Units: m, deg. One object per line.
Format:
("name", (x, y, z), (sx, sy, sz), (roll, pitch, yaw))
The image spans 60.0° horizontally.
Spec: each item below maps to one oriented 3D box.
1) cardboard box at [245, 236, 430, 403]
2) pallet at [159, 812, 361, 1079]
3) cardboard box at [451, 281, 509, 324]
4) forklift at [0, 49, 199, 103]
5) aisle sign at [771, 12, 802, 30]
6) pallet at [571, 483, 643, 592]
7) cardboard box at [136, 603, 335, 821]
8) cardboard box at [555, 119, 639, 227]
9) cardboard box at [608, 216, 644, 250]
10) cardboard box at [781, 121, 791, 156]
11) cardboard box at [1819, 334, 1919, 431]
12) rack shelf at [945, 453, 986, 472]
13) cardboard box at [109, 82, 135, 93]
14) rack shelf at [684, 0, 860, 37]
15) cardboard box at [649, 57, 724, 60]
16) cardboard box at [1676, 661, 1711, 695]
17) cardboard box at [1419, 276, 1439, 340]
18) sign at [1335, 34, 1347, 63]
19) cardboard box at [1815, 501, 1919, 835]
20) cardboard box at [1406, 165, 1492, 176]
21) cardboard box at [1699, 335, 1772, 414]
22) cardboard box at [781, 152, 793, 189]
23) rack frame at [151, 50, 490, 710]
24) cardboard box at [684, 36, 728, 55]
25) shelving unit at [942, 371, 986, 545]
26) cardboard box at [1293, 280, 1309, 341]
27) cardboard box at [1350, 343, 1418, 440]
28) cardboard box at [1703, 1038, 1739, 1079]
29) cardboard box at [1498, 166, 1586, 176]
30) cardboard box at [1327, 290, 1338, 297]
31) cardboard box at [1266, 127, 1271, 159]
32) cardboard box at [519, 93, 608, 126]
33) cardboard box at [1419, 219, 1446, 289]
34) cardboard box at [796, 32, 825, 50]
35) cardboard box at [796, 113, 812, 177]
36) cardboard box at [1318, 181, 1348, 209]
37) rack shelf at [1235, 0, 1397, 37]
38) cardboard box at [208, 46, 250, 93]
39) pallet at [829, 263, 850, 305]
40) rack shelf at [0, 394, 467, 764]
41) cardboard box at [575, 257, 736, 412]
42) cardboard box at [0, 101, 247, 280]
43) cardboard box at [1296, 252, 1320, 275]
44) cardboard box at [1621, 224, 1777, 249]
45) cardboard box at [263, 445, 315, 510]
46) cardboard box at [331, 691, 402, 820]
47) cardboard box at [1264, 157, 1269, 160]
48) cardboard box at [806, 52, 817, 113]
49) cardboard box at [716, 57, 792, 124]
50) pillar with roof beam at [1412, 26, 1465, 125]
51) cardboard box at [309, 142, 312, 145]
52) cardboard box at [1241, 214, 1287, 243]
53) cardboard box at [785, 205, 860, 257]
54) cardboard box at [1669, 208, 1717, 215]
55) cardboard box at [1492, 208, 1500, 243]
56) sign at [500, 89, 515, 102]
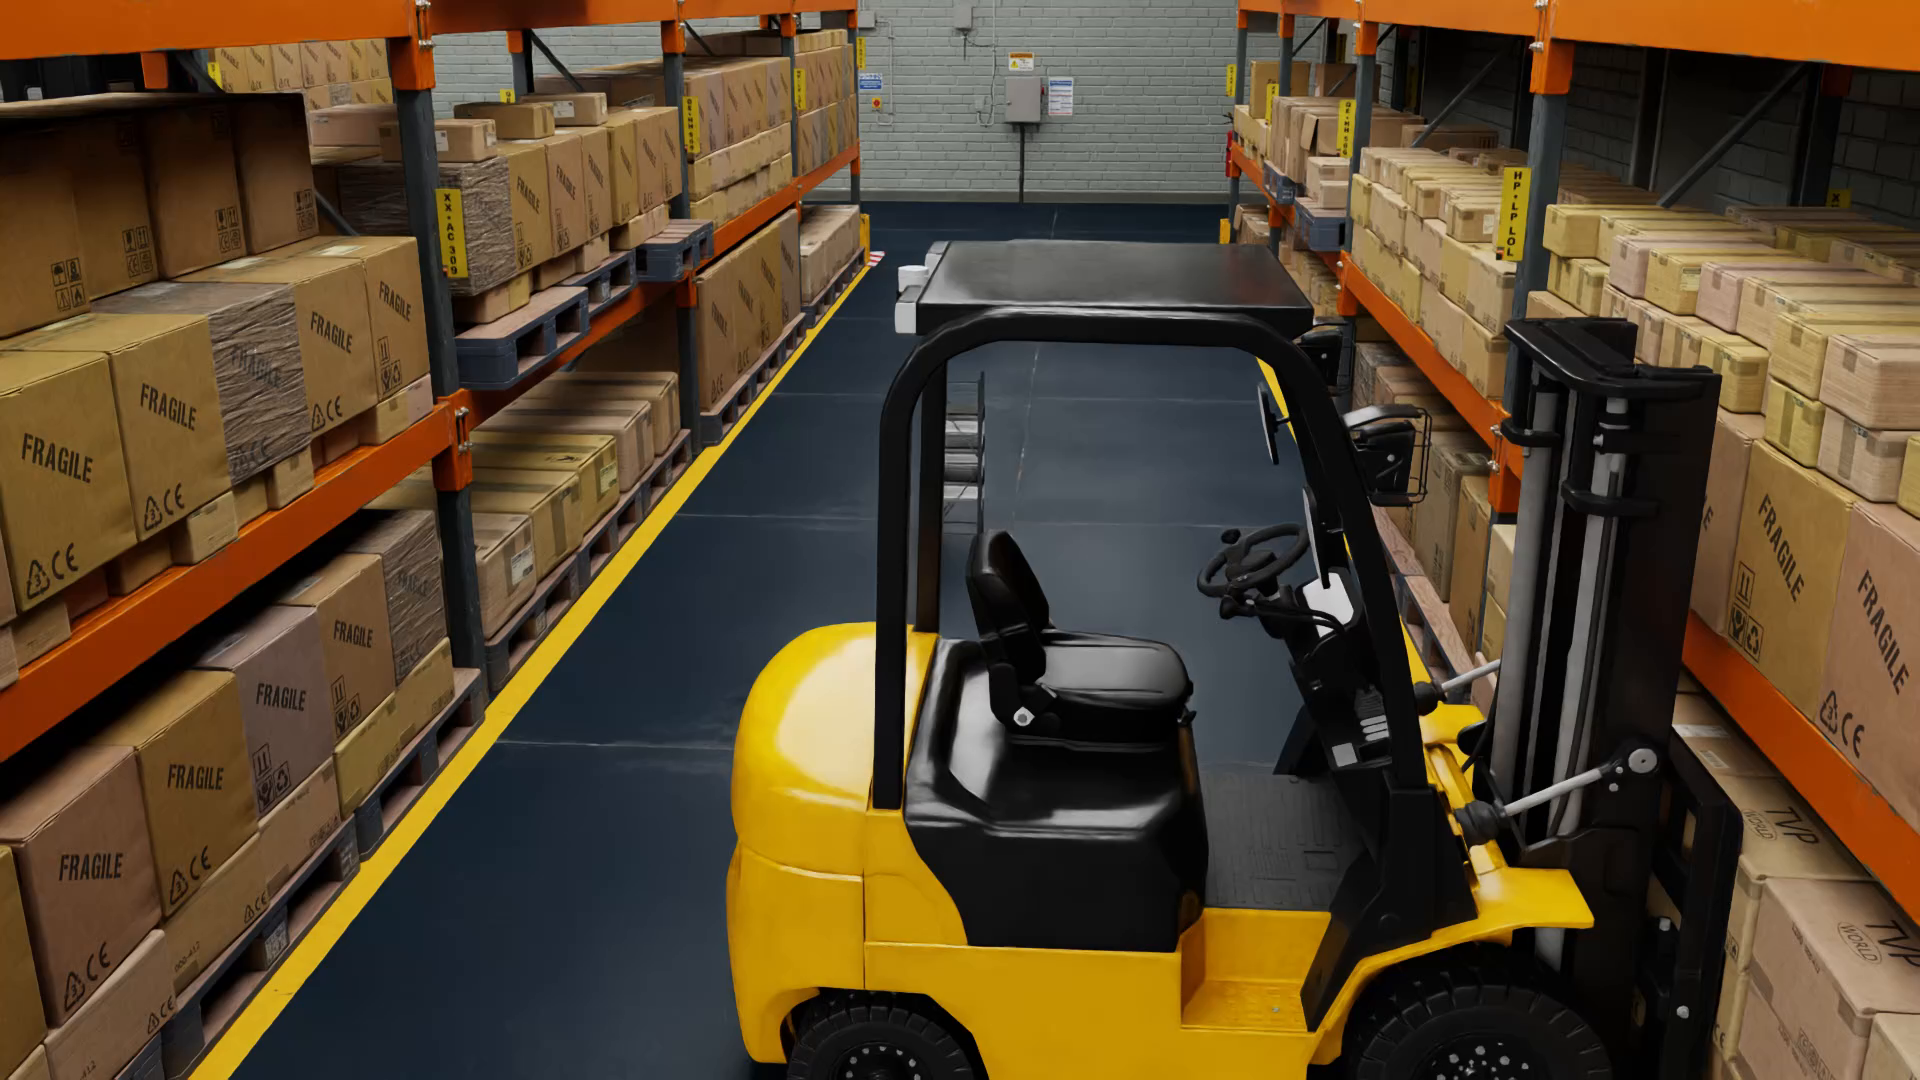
("cardboard box", (-2.226, -0.788, 5.874), (0.500, 0.500, 0.500), (1, 18, 3))
("pallet", (-2.540, 1.171, 5.009), (1.003, 0.211, 1.213), (1, 18, 4))
("cardboard box", (-2.088, -0.988, 6.850), (0.380, 0.149, 0.250), (2, 18, 5))
("forklift", (-5.403, -1.940, 10.136), (3.031, 2.935, 1.130), (6, 19, 17))
("aisle sign", (-1.866, -5.734, 17.431), (0.394, 0.787, 0.004), (1, 18, 4))
("pallet", (-2.303, -0.040, 8.705), (1.003, 0.211, 1.213), (1, 18, 4))
("cardboard box", (-2.288, 0.514, 5.075), (0.500, 0.500, 0.500), (2, 18, 7))
("cardboard box", (-1.972, -1.909, 8.619), (0.500, 0.500, 0.500), (0, 18, 0))
("cardboard box", (-1.897, -1.631, 8.811), (0.380, 0.149, 0.250), (2, 18, 5))
("cardboard box", (-1.658, -3.252, 13.467), (0.500, 0.250, 0.500), (1, 18, 4))
("cardboard box", (2.016, -0.322, 3.410), (0.380, 0.149, 0.250), (2, 18, 5))
("rack shelf", (0.001, -0.398, 8.801), (0.258, 0.077, 0.200), (1, 18, 4))
("cardboard box", (-7.050, -4.123, 14.444), (0.500, 0.500, 0.500), (1, 18, 2))
("rack shelf", (-1.726, -4.932, 15.497), (1.077, 0.370, 4.000), (1, 18, 4))
("cardboard box", (-2.187, -3.620, 13.388), (0.500, 0.500, 0.500), (1, 18, 5))
("cardboard box", (2.090, 0.455, 4.853), (0.500, 0.250, 0.500), (2, 18, 6))
("cardboard box", (2.380, -1.034, 7.503), (0.500, 0.250, 0.500), (1, 18, 4))
("sign", (3.921, -5.042, 17.127), (0.100, 0.325, 0.005), (1, 18, 4))
("cardboard box", (2.042, 0.242, 3.208), (0.500, 0.500, 0.500), (2, 18, 6))
("cardboard box", (2.474, -1.816, 8.445), (0.380, 0.149, 0.250), (1, 18, 5))
("cardboard box", (2.093, -0.416, 4.174), (0.380, 0.149, 0.250), (1, 18, 3))
("cardboard box", (-1.650, -3.012, 13.537), (0.500, 0.250, 0.500), (1, 18, 3))
("rack frame", (-2.443, -0.743, 6.374), (1.000, 3.000, 0.127), (1, 18, 4))
("cardboard box", (-2.165, -4.161, 13.998), (0.380, 0.149, 0.250), (1, 18, 3))
("shelving unit", (0.001, -0.430, 8.791), (0.258, 0.900, 0.210), (1, 18, 4))
("cardboard box", (2.754, -1.664, 12.524), (0.500, 0.500, 0.500), (1, 18, 2))
("cardboard box", (2.737, -0.753, 9.545), (0.875, 0.625, 0.625), (2, 18, 6))
("cardboard box", (2.030, 1.254, 4.022), (0.500, 0.250, 0.500), (1, 18, 5))
("cardboard box", (2.943, -1.806, 8.415), (0.380, 0.149, 0.250), (1, 18, 4))
("cardboard box", (2.694, -1.602, 11.293), (0.380, 0.149, 0.250), (2, 18, 6))
("cardboard box", (2.875, -3.352, 14.098), (0.500, 0.250, 0.500), (2, 18, 5))
("cardboard box", (-1.992, -2.168, 8.367), (0.380, 0.149, 0.250), (0, 18, 1))
("cardboard box", (2.361, -1.277, 7.440), (0.500, 0.250, 0.500), (2, 18, 5))
("cardboard box", (-1.460, -4.624, 15.408), (0.380, 0.149, 0.250), (1, 18, 4))
("cardboard box", (-1.574, -3.415, 14.368), (0.500, 0.500, 0.500), (2, 18, 6))
("cardboard box", (2.460, -2.169, 10.453), (0.380, 0.149, 0.250), (2, 18, 5))
("rack shelf", (3.225, -4.823, 15.162), (1.077, 0.370, 4.000), (1, 18, 4))
("cardboard box", (-6.538, -4.106, 14.391), (0.500, 0.500, 0.500), (2, 18, 5))
("pallet", (-1.652, -2.517, 16.265), (1.003, 0.211, 1.213), (1, 18, 4))
("rack shelf", (-2.586, 0.220, 4.590), (1.077, 0.370, 4.000), (1, 18, 4))
("cardboard box", (-2.024, -1.388, 11.079), (0.875, 0.875, 0.875), (1, 18, 3))
("cardboard box", (-2.749, -1.117, 5.271), (0.700, 0.500, 0.500), (1, 18, 4))
("cardboard box", (2.841, -2.165, 13.011), (0.380, 0.149, 0.250), (0, 18, 1))
("cardboard box", (2.252, -0.876, 5.098), (0.380, 0.149, 0.250), (1, 18, 3))
("cardboard box", (-2.231, -0.201, 5.124), (0.380, 0.149, 0.250), (1, 18, 3))
("cardboard box", (-2.245, 0.719, 5.652), (0.500, 0.250, 0.500), (1, 18, 2))
("cardboard box", (2.845, -3.266, 14.477), (0.380, 0.149, 0.250), (2, 18, 5))
("cardboard box", (-1.551, -4.050, 14.698), (0.500, 0.500, 0.500), (1, 18, 3))
("cardboard box", (-1.651, -3.606, 13.345), (0.500, 0.500, 0.500), (2, 18, 6))
("pillar with roof beam", (-0.263, -6.261, 13.579), (9.100, 9.000, 0.400), (1, 18, 4))
("cardboard box", (-6.448, -3.763, 15.992), (0.380, 0.149, 0.250), (2, 18, 6))
("cardboard box", (3.130, -2.920, 16.356), (0.700, 0.500, 0.500), (2, 18, 6))
("cardboard box", (-1.530, -3.245, 17.449), (0.875, 0.438, 0.875), (1, 18, 2))
("cardboard box", (2.838, -1.253, 6.728), (0.380, 0.149, 0.250), (1, 18, 4))
("cardboard box", (2.382, -1.256, 6.736), (0.380, 0.149, 0.250), (1, 18, 4))
("sign", (-2.710, -2.547, 10.019), (0.100, 0.325, 0.005), (1, 18, 4))
